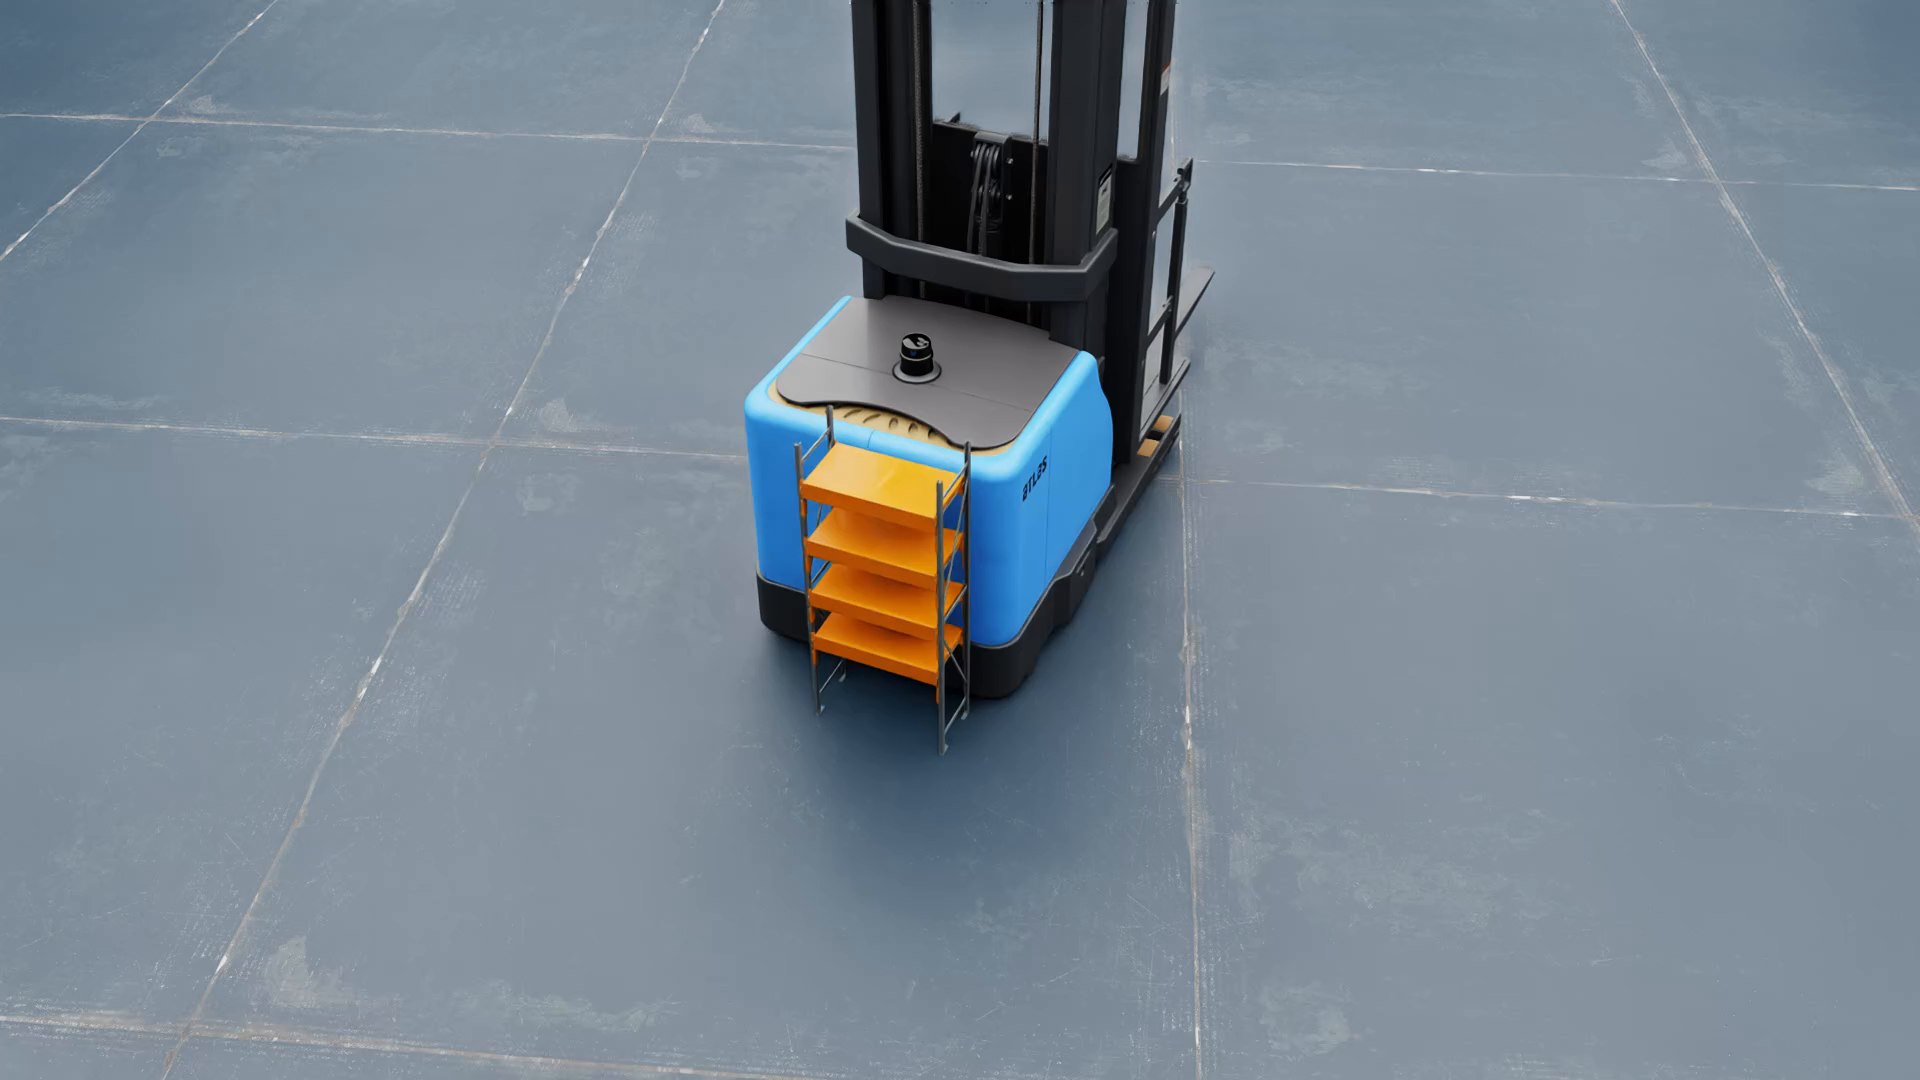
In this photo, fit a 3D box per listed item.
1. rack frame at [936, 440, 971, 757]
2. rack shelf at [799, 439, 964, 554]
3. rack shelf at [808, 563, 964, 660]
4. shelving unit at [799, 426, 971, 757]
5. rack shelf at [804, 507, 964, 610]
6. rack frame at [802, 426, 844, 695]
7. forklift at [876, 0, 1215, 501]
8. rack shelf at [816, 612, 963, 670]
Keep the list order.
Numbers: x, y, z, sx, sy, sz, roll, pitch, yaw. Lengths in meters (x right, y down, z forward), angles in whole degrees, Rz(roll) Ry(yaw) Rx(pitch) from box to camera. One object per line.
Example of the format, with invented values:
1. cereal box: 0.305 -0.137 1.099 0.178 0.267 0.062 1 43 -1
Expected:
1. rack frame: -0.019 0.221 5.528 0.015 1.200 0.240 15 42 18
2. rack shelf: -0.243 -0.145 5.355 0.480 0.148 0.258 15 42 18
3. rack shelf: -0.243 0.212 5.646 0.480 0.148 0.258 15 42 18
4. shelving unit: -0.241 0.160 5.602 0.499 1.200 0.258 15 42 18
5. rack shelf: -0.243 0.039 5.504 0.480 0.148 0.258 15 42 18
6. rack frame: -0.467 0.099 5.678 0.006 1.046 0.228 15 42 18
7. forklift: 0.310 -1.502 6.274 1.121 2.935 3.031 16 42 18
8. rack shelf: -0.243 0.325 5.737 0.457 0.021 0.221 15 42 18
